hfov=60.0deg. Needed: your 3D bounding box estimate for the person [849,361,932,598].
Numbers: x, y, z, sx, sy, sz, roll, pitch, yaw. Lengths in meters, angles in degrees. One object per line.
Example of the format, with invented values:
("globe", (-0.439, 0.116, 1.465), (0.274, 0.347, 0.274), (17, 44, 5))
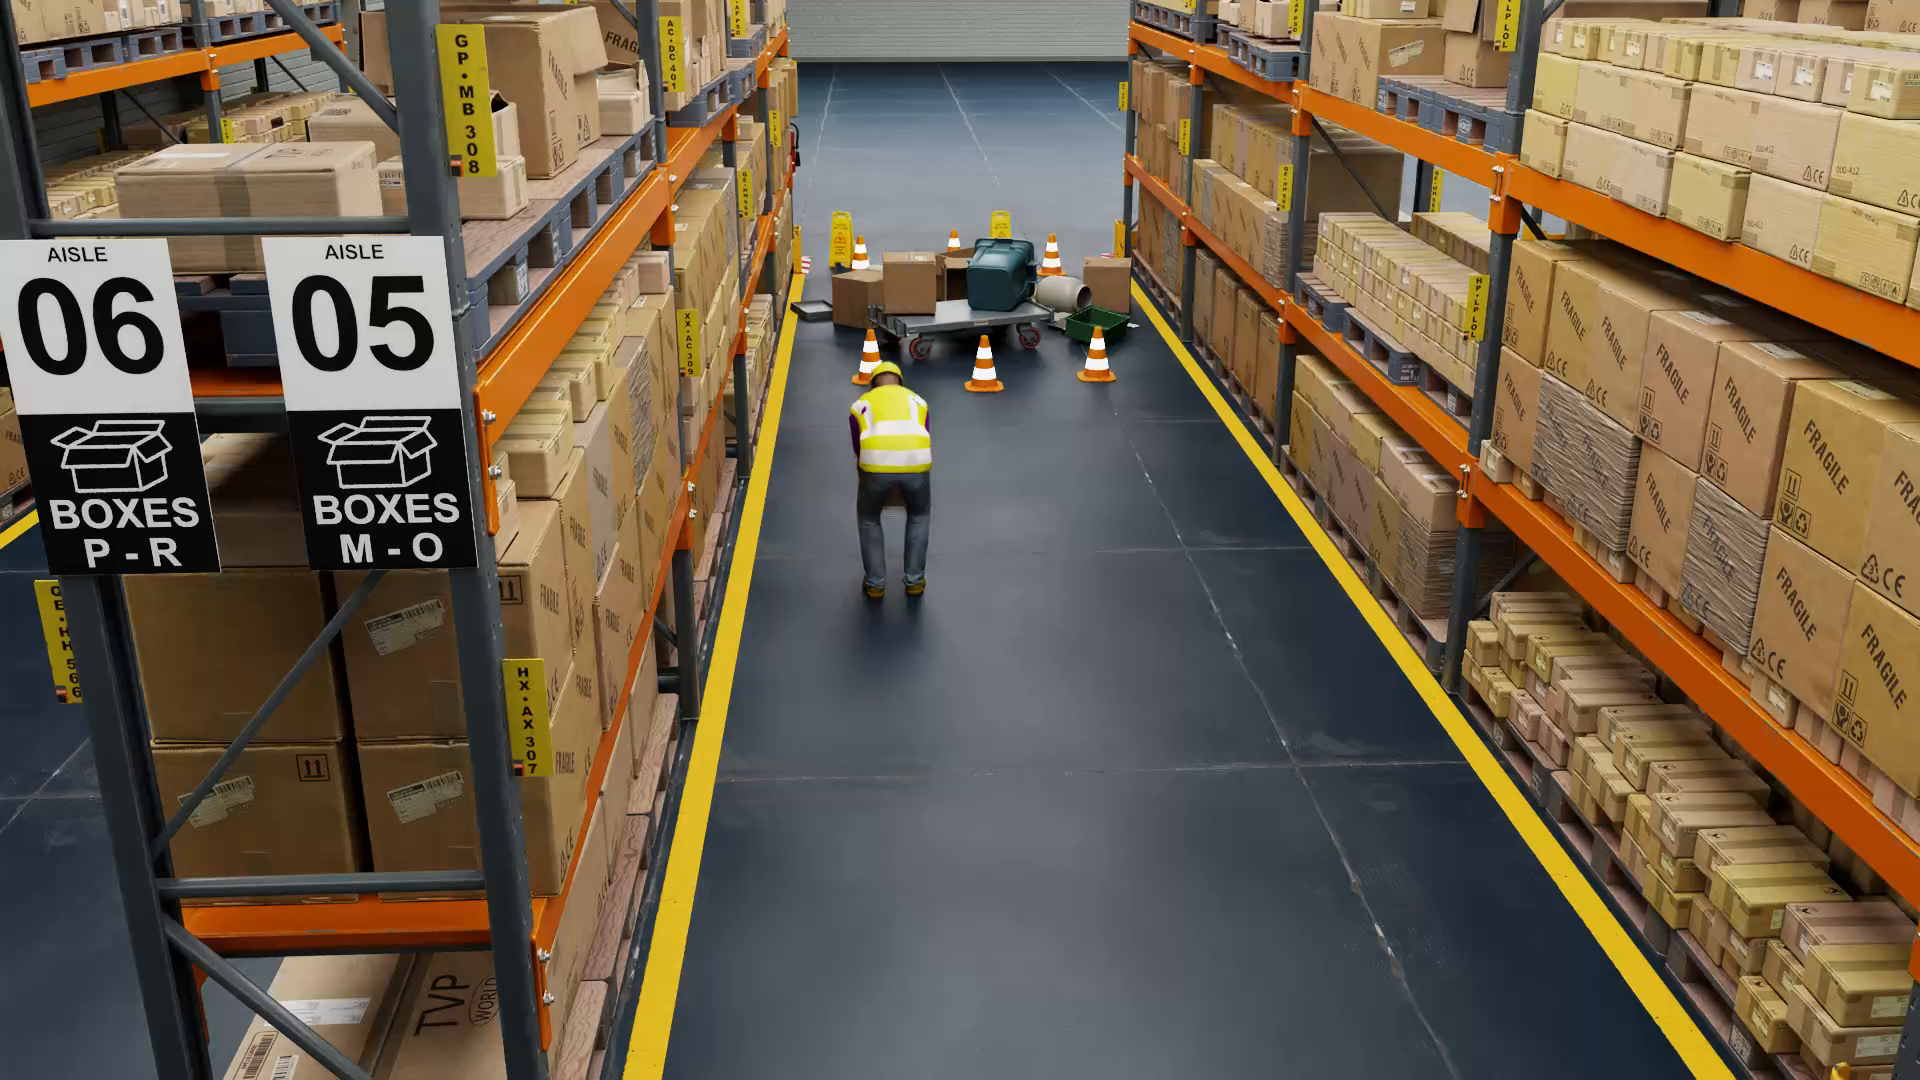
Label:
("person", (-0.424, -0.371, 10.203), (0.493, 1.309, 0.924), (-2, 20, -5))
